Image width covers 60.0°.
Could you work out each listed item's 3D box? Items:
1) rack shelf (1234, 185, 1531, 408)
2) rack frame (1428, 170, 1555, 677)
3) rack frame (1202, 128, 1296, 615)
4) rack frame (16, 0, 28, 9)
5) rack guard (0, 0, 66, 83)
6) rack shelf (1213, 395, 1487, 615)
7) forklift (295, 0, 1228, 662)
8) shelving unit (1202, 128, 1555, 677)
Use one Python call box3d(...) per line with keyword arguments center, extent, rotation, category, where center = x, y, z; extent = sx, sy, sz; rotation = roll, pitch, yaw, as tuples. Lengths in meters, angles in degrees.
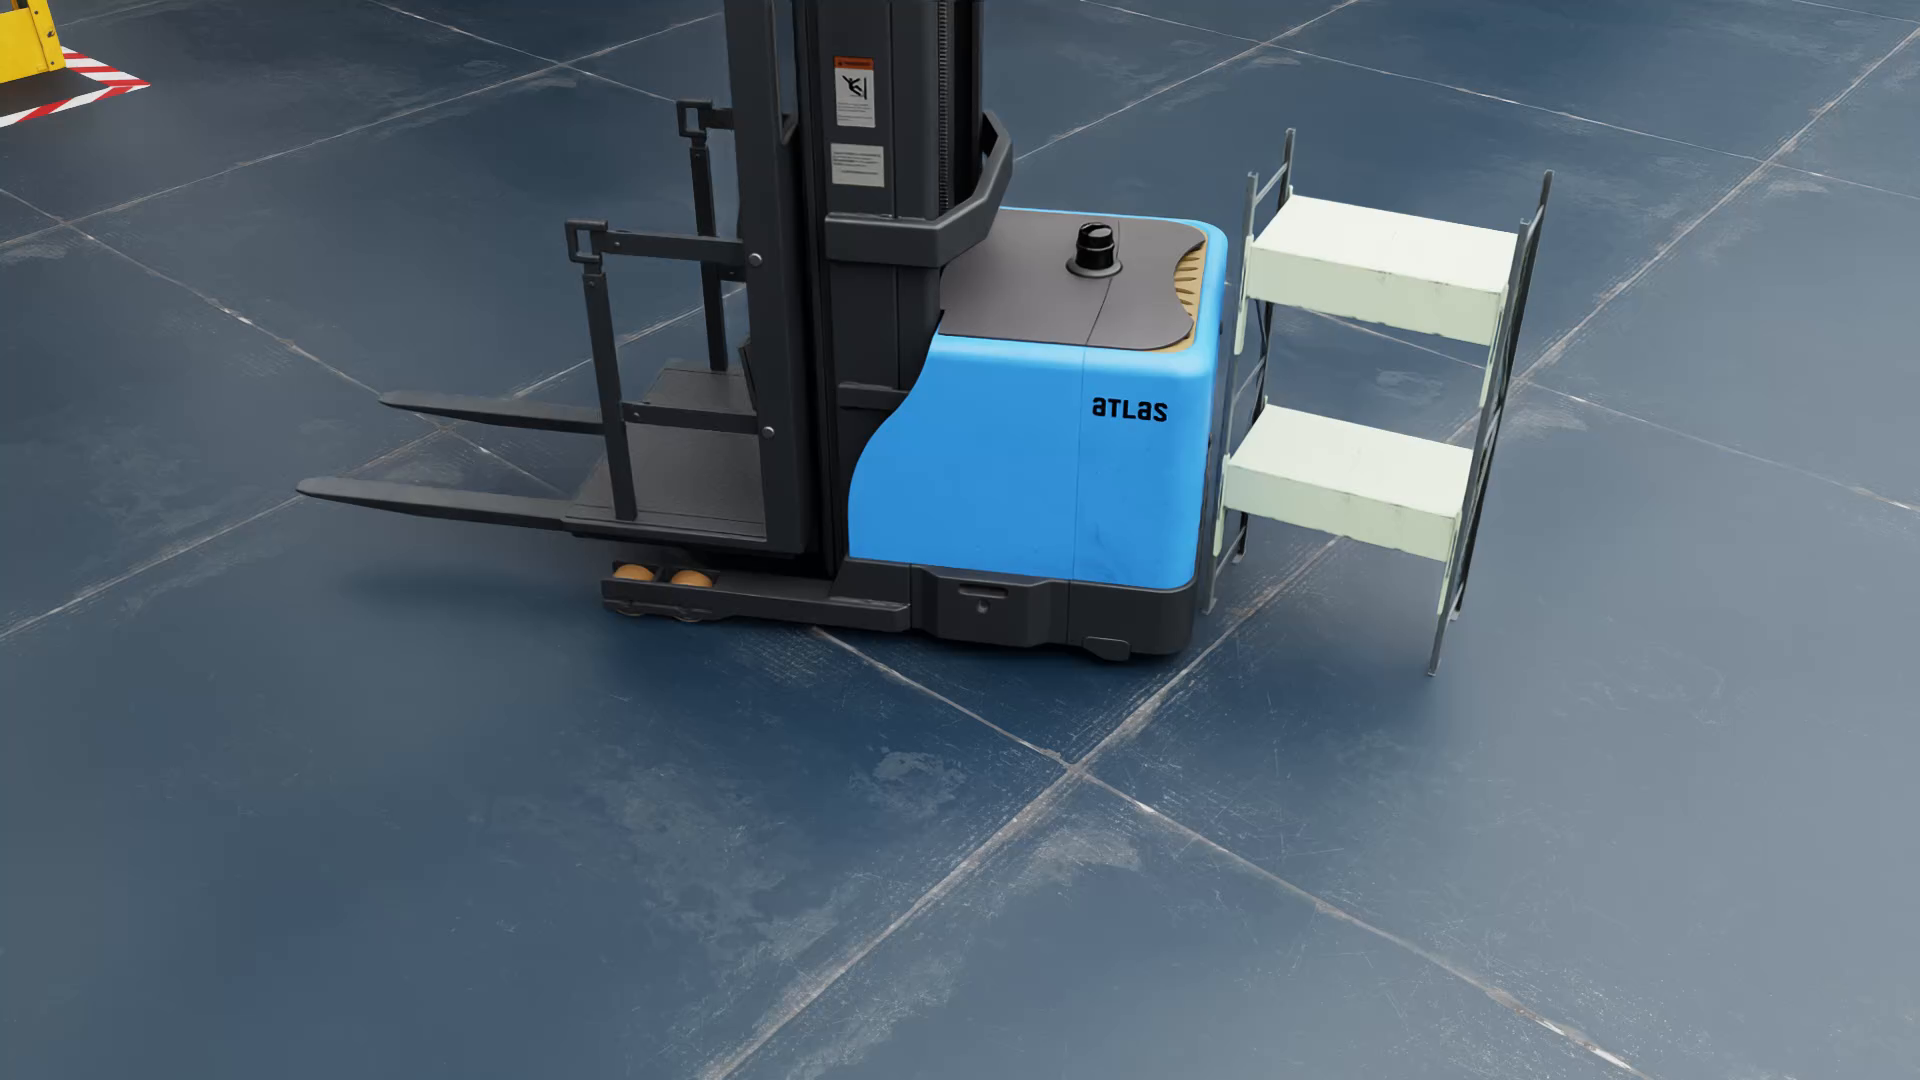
box3d(center=(1.212, -0.711, 4.771), extent=(0.720, 0.370, 0.431), rotation=(15, 37, 21), category="rack shelf")
box3d(center=(1.542, -0.299, 4.861), extent=(0.023, 1.500, 0.400), rotation=(15, 37, 21), category="rack frame")
box3d(center=(0.882, -0.479, 5.122), extent=(0.023, 1.500, 0.400), rotation=(15, 37, 21), category="rack frame")
box3d(center=(-5.676, -3.840, 8.691), extent=(0.127, 3.000, 1.000), rotation=(25, 42, 32), category="rack frame")
box3d(center=(-5.765, -2.816, 9.409), extent=(0.348, 0.500, 1.175), rotation=(25, 42, 32), category="rack guard")
box3d(center=(1.212, -0.120, 5.176), extent=(0.720, 0.370, 0.431), rotation=(15, 37, 21), category="rack shelf")
box3d(center=(-0.696, -1.230, 4.951), extent=(3.031, 2.935, 1.130), rotation=(6, 35, 8), category="forklift")
box3d(center=(1.212, -0.389, 4.991), extent=(0.755, 1.500, 0.431), rotation=(15, 37, 21), category="shelving unit")
